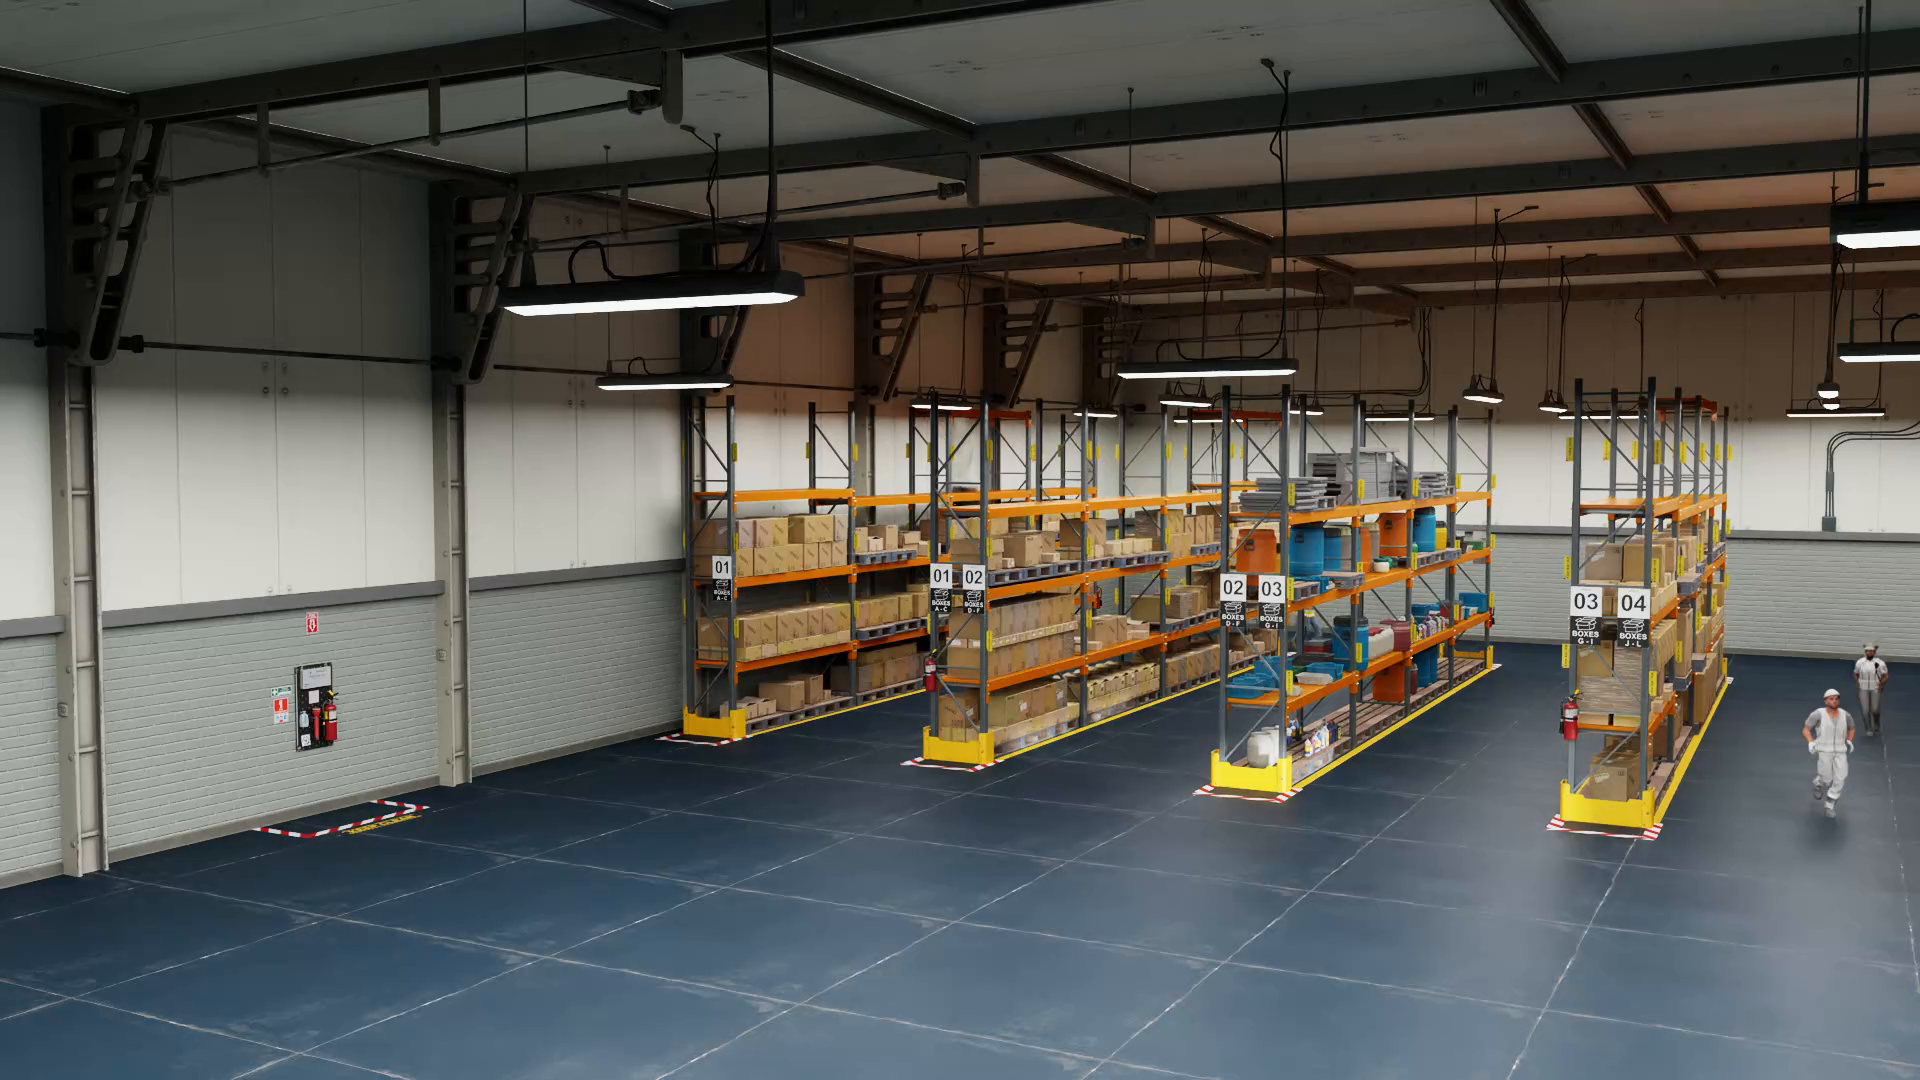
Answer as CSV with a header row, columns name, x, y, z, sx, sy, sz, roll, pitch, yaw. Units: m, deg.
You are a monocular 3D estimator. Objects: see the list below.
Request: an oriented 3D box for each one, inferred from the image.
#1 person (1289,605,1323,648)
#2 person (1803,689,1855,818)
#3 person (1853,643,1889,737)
name,x,y,z,sx,sy,sz,roll,pitch,yaw
person,8.726,1.939,41.745,0.966,1.749,0.699,3,4,42
person,12.055,2.932,23.040,0.670,1.752,0.611,0,3,9
person,16.034,2.634,29.306,0.555,1.649,0.530,2,4,35
